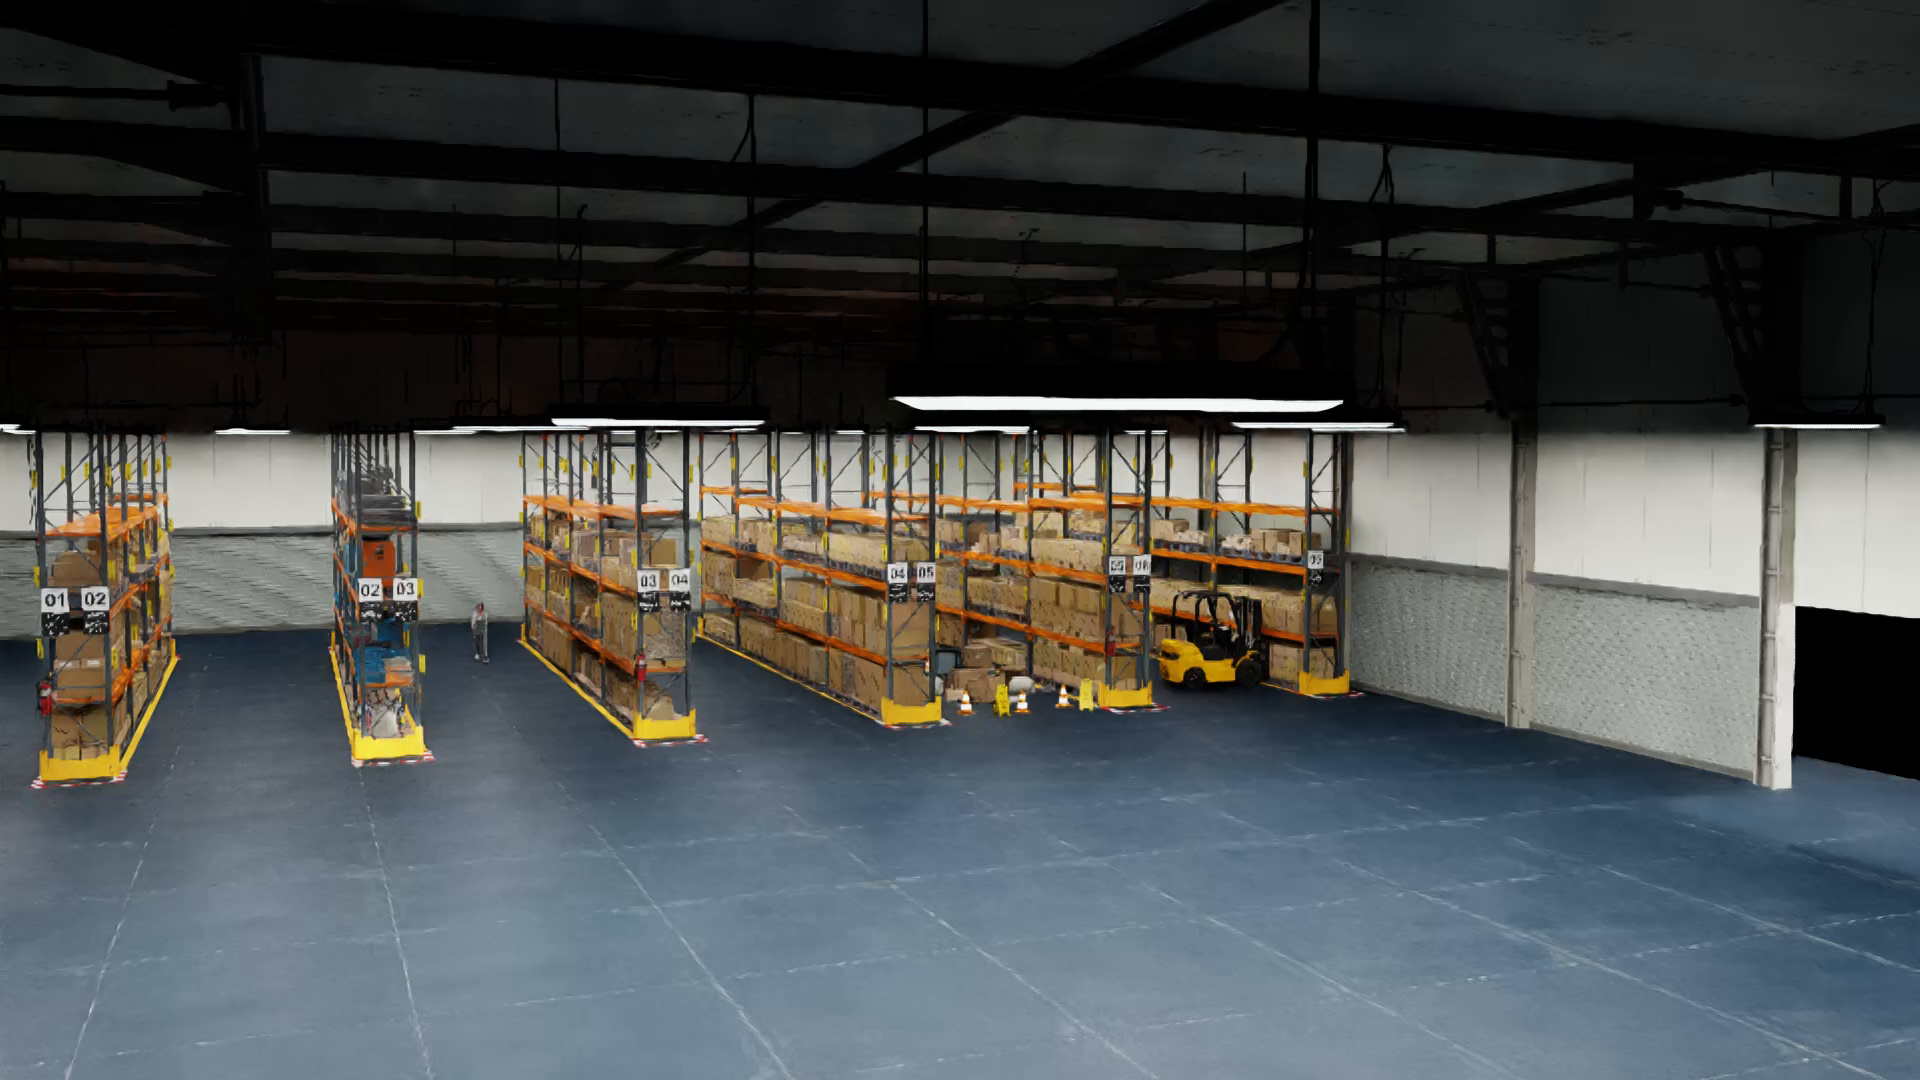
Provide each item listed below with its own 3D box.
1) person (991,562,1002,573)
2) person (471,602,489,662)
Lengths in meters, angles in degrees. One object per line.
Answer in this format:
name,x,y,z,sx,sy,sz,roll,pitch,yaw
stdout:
person,1.245,1.533,53.710,0.623,1.654,0.456,3,5,40
person,-12.183,2.315,42.185,0.417,1.517,1.037,-1,4,-20
